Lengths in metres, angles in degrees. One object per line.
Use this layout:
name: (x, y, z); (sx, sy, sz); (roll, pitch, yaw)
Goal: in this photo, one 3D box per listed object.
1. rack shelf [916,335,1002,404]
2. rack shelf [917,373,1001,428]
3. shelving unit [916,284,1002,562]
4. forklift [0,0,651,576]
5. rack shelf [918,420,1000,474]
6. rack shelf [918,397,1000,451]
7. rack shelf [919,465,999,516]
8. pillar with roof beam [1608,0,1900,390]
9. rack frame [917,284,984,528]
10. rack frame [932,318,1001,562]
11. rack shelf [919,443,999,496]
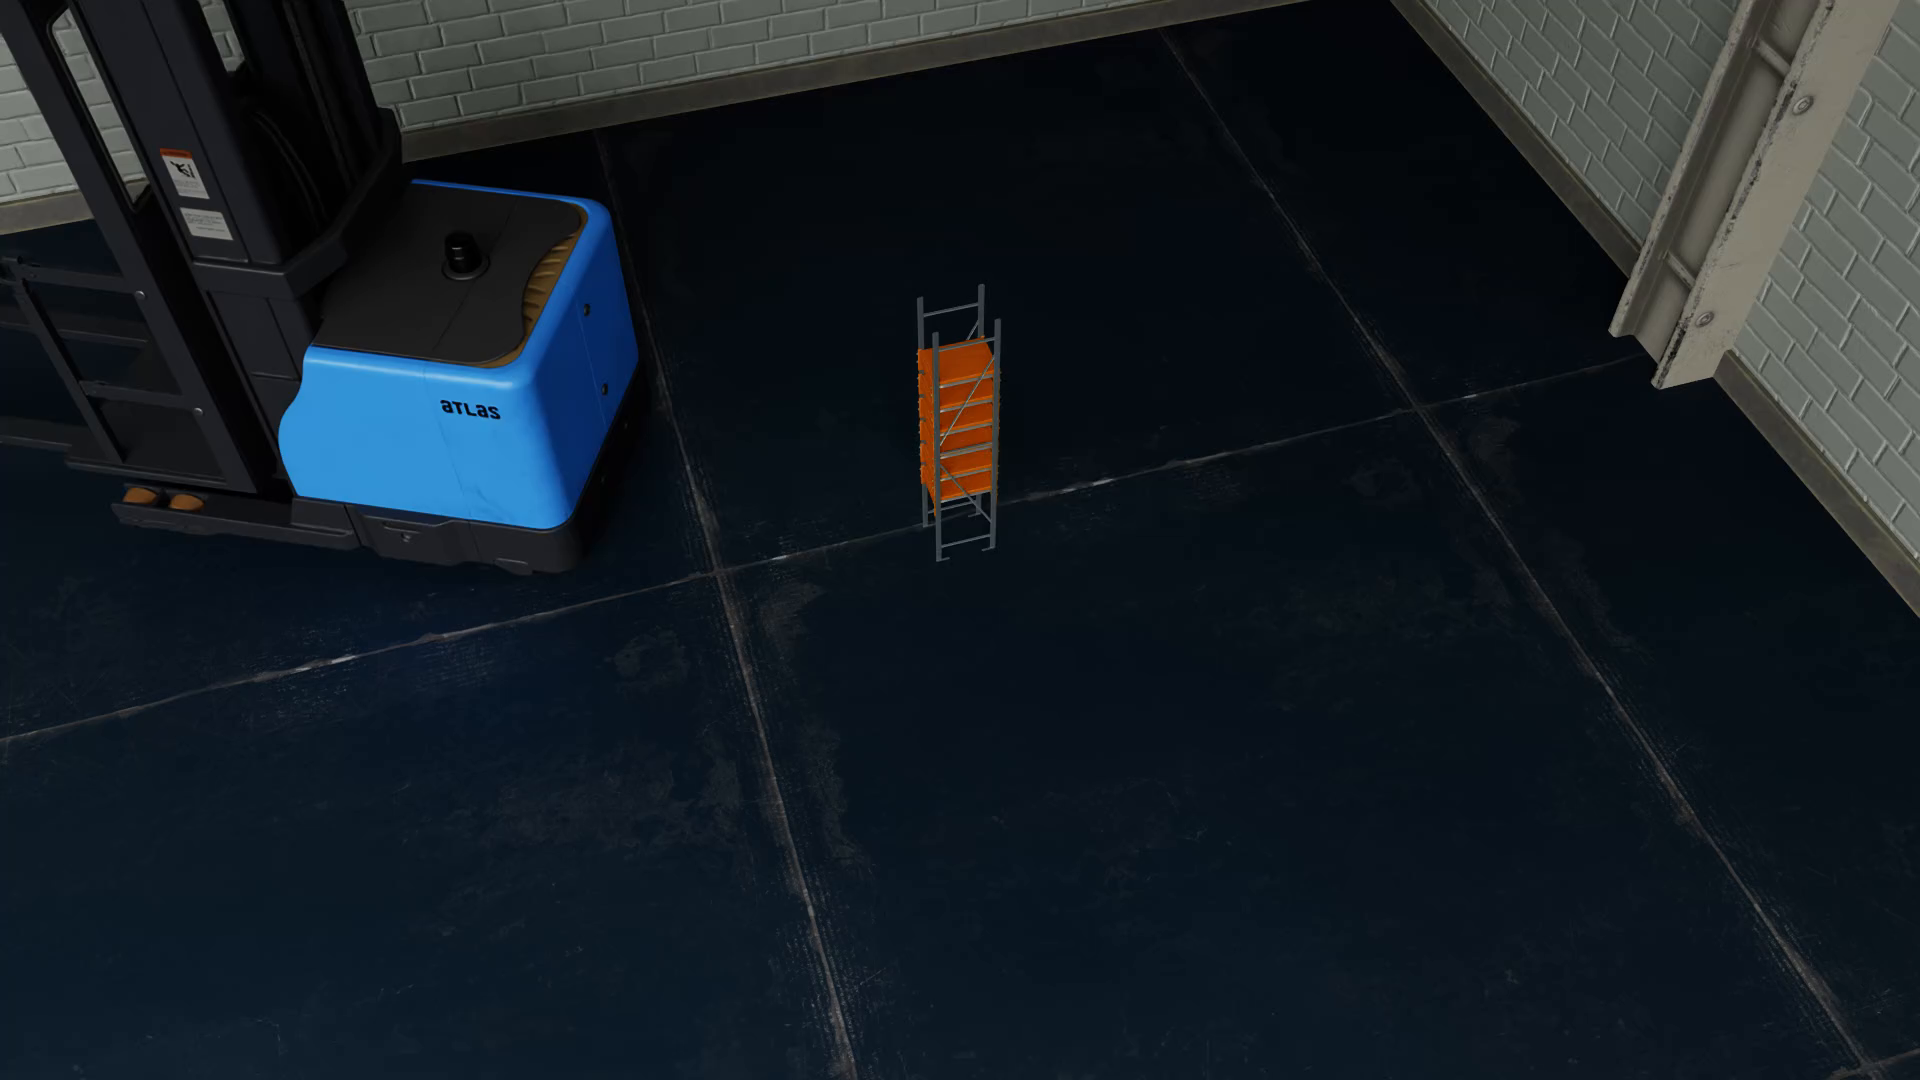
rack shelf: (-0.004, -0.601, 5.849); (0.258, 0.103, 0.180); (-13, 51, -11)
rack shelf: (-0.004, -0.523, 5.940); (0.258, 0.103, 0.180); (-13, 51, -11)
shelving unit: (-0.004, -0.397, 6.090); (0.258, 1.200, 0.189); (-13, 51, -11)
forklift: (-2.855, -1.357, 5.767); (3.031, 2.935, 1.130); (8, 50, 6)
rack shelf: (-0.004, -0.369, 6.124); (0.258, 0.103, 0.180); (-13, 51, -11)
rack shelf: (-0.004, -0.446, 6.032); (0.258, 0.103, 0.180); (-13, 51, -11)
rack shelf: (-0.004, -0.214, 6.307); (0.258, 0.103, 0.180); (-13, 51, -11)
pillar with roof beam: (-1.056, -2.746, 2.969); (9.100, 9.000, 0.400); (-13, 51, -11)
rack frame: (-0.031, -0.464, 6.146); (0.240, 1.200, 0.006); (-13, 51, -11)
rack frame: (0.023, -0.330, 6.034); (0.240, 1.200, 0.006); (-13, 51, -11)
rack shelf: (-0.004, -0.291, 6.216); (0.258, 0.103, 0.180); (-13, 51, -11)
